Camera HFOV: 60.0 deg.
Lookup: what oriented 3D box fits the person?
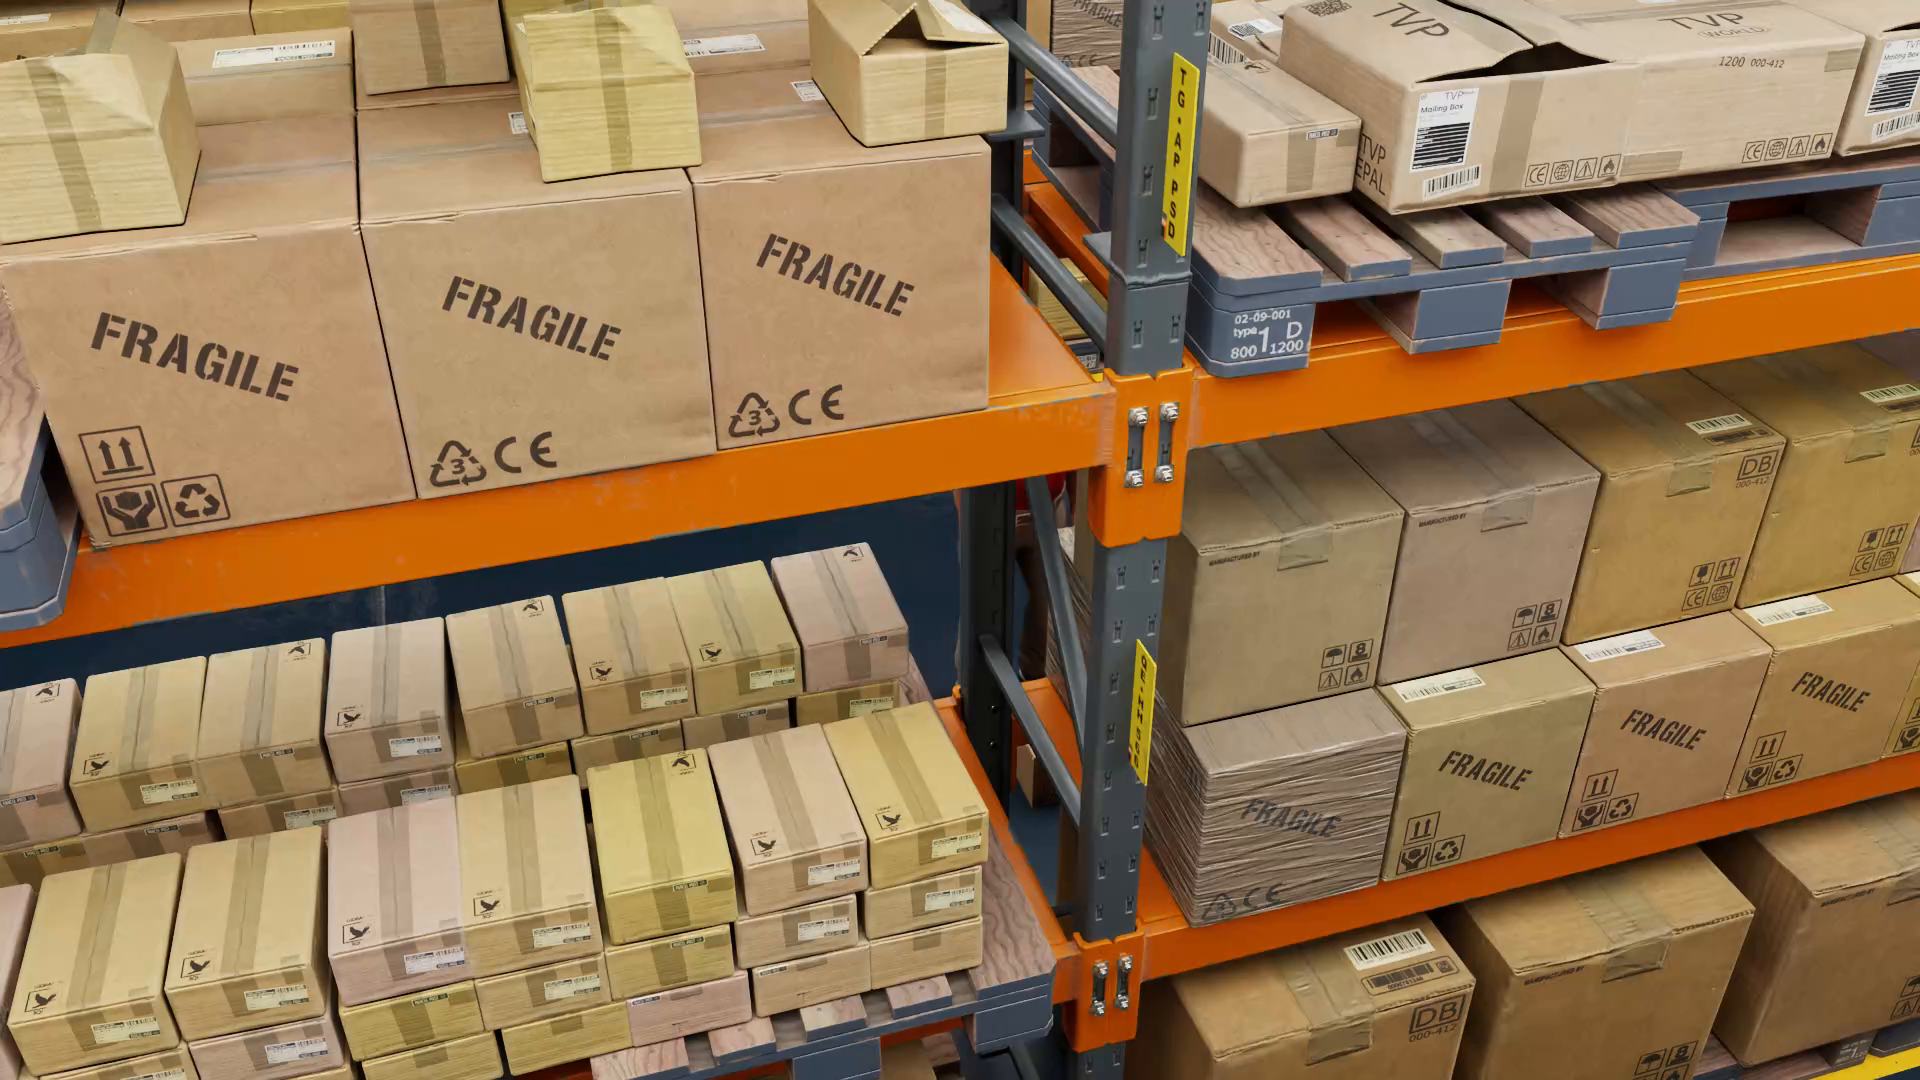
[{"bbox_3d":[0.227,-0.068,6.285,0.540,1.709,0.366,-9,35,-14],"label":"person"}]
